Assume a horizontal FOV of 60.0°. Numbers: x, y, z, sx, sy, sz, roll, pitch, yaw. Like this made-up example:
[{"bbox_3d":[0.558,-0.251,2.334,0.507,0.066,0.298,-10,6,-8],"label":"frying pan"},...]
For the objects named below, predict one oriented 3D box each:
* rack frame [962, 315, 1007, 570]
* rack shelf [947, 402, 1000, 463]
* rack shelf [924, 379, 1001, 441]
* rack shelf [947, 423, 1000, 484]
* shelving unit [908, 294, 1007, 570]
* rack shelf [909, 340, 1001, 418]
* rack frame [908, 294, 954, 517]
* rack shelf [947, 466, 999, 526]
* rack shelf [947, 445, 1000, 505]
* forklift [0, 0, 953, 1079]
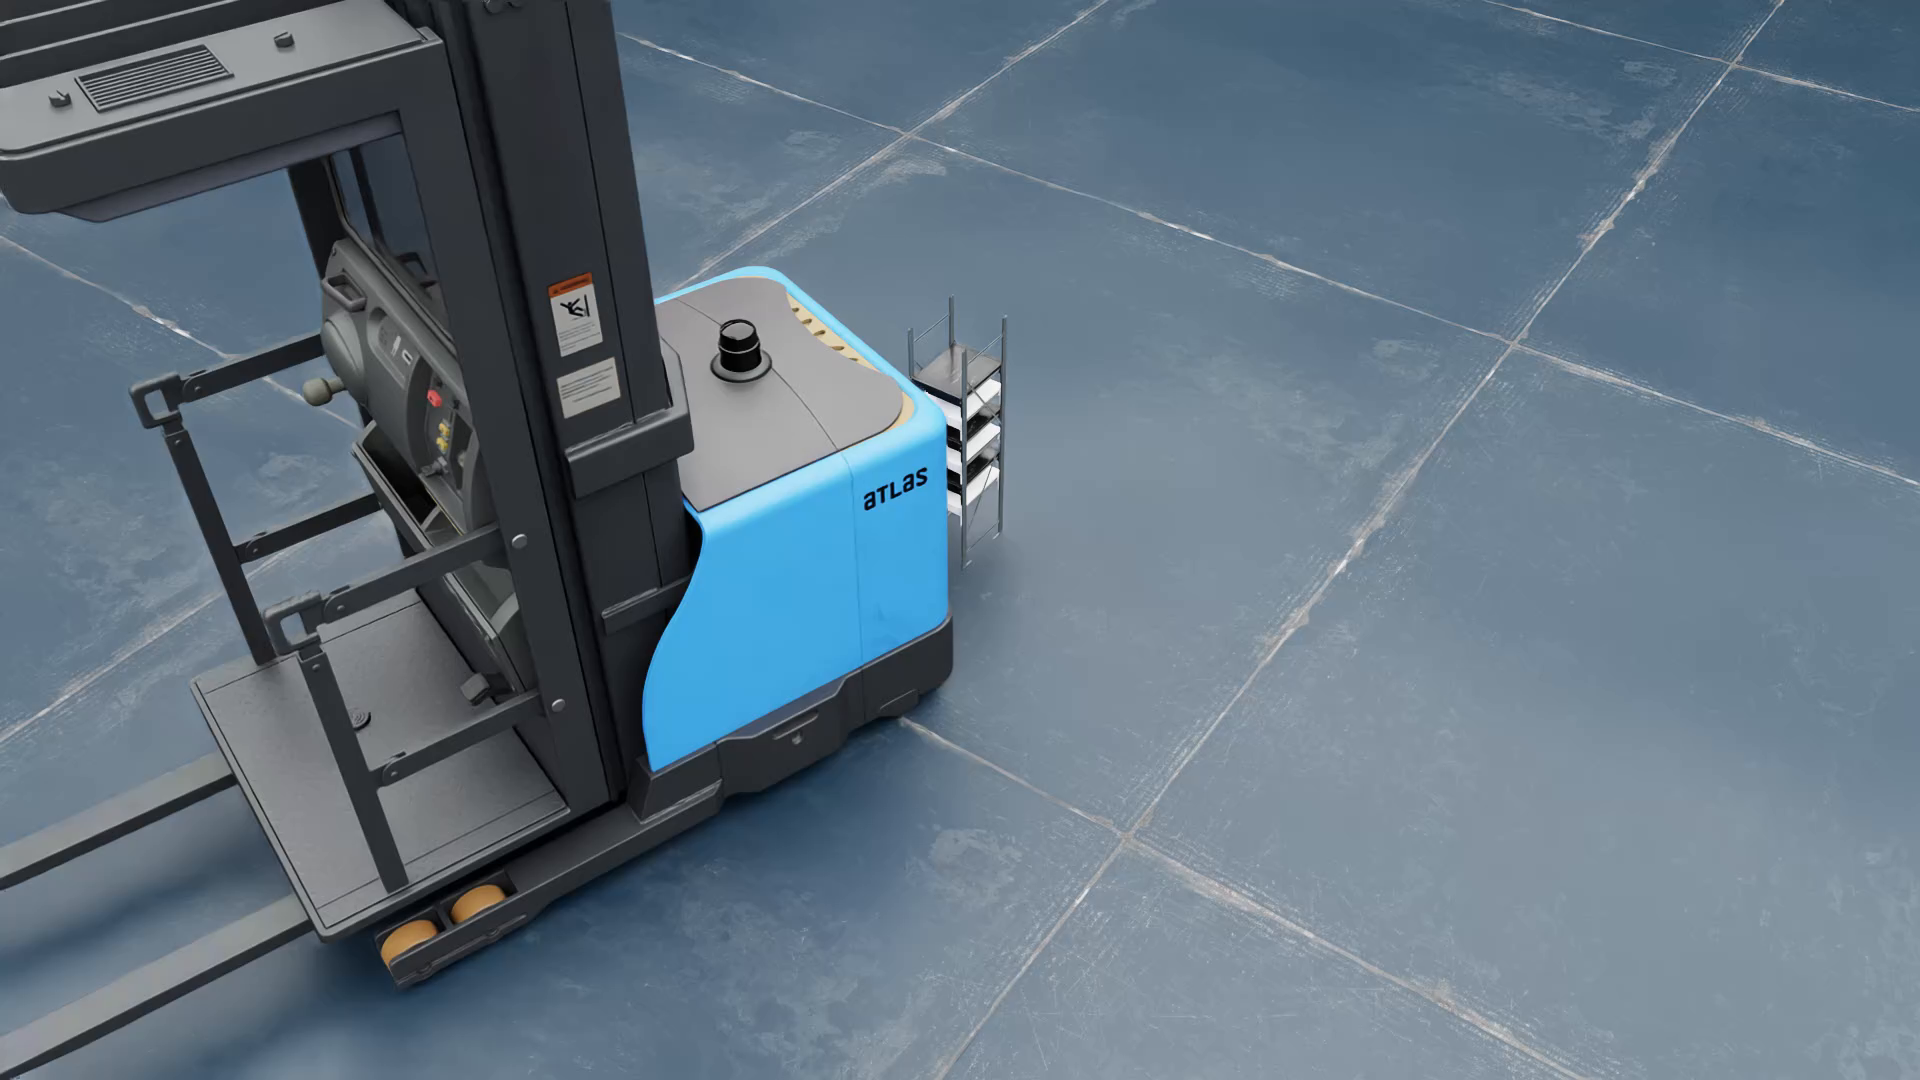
[{"bbox_3d":[0.077,-0.300,5.410,0.006,0.900,0.240,25,48,25],"label":"rack frame"},{"bbox_3d":[-0.007,-0.381,5.416,0.200,0.077,0.258,25,48,25],"label":"rack shelf"},{"bbox_3d":[-0.007,-0.448,5.356,0.200,0.077,0.258,25,48,25],"label":"rack shelf"},{"bbox_3d":[-0.007,-0.314,5.476,0.200,0.077,0.258,25,48,25],"label":"rack shelf"},{"bbox_3d":[-0.007,-0.338,5.453,0.210,0.900,0.258,25,48,25],"label":"shelving unit"},{"bbox_3d":[-0.007,-0.515,5.296,0.200,0.077,0.258,25,48,25],"label":"rack shelf"},{"bbox_3d":[-0.090,-0.377,5.497,0.006,0.900,0.240,25,48,25],"label":"rack frame"},{"bbox_3d":[-0.007,-0.179,5.596,0.200,0.077,0.258,25,48,25],"label":"rack shelf"},{"bbox_3d":[-0.007,-0.247,5.536,0.200,0.077,0.258,25,48,25],"label":"rack shelf"},{"bbox_3d":[-1.512,-0.319,3.908,3.031,2.935,1.130,-26,48,-26],"label":"forklift"}]
